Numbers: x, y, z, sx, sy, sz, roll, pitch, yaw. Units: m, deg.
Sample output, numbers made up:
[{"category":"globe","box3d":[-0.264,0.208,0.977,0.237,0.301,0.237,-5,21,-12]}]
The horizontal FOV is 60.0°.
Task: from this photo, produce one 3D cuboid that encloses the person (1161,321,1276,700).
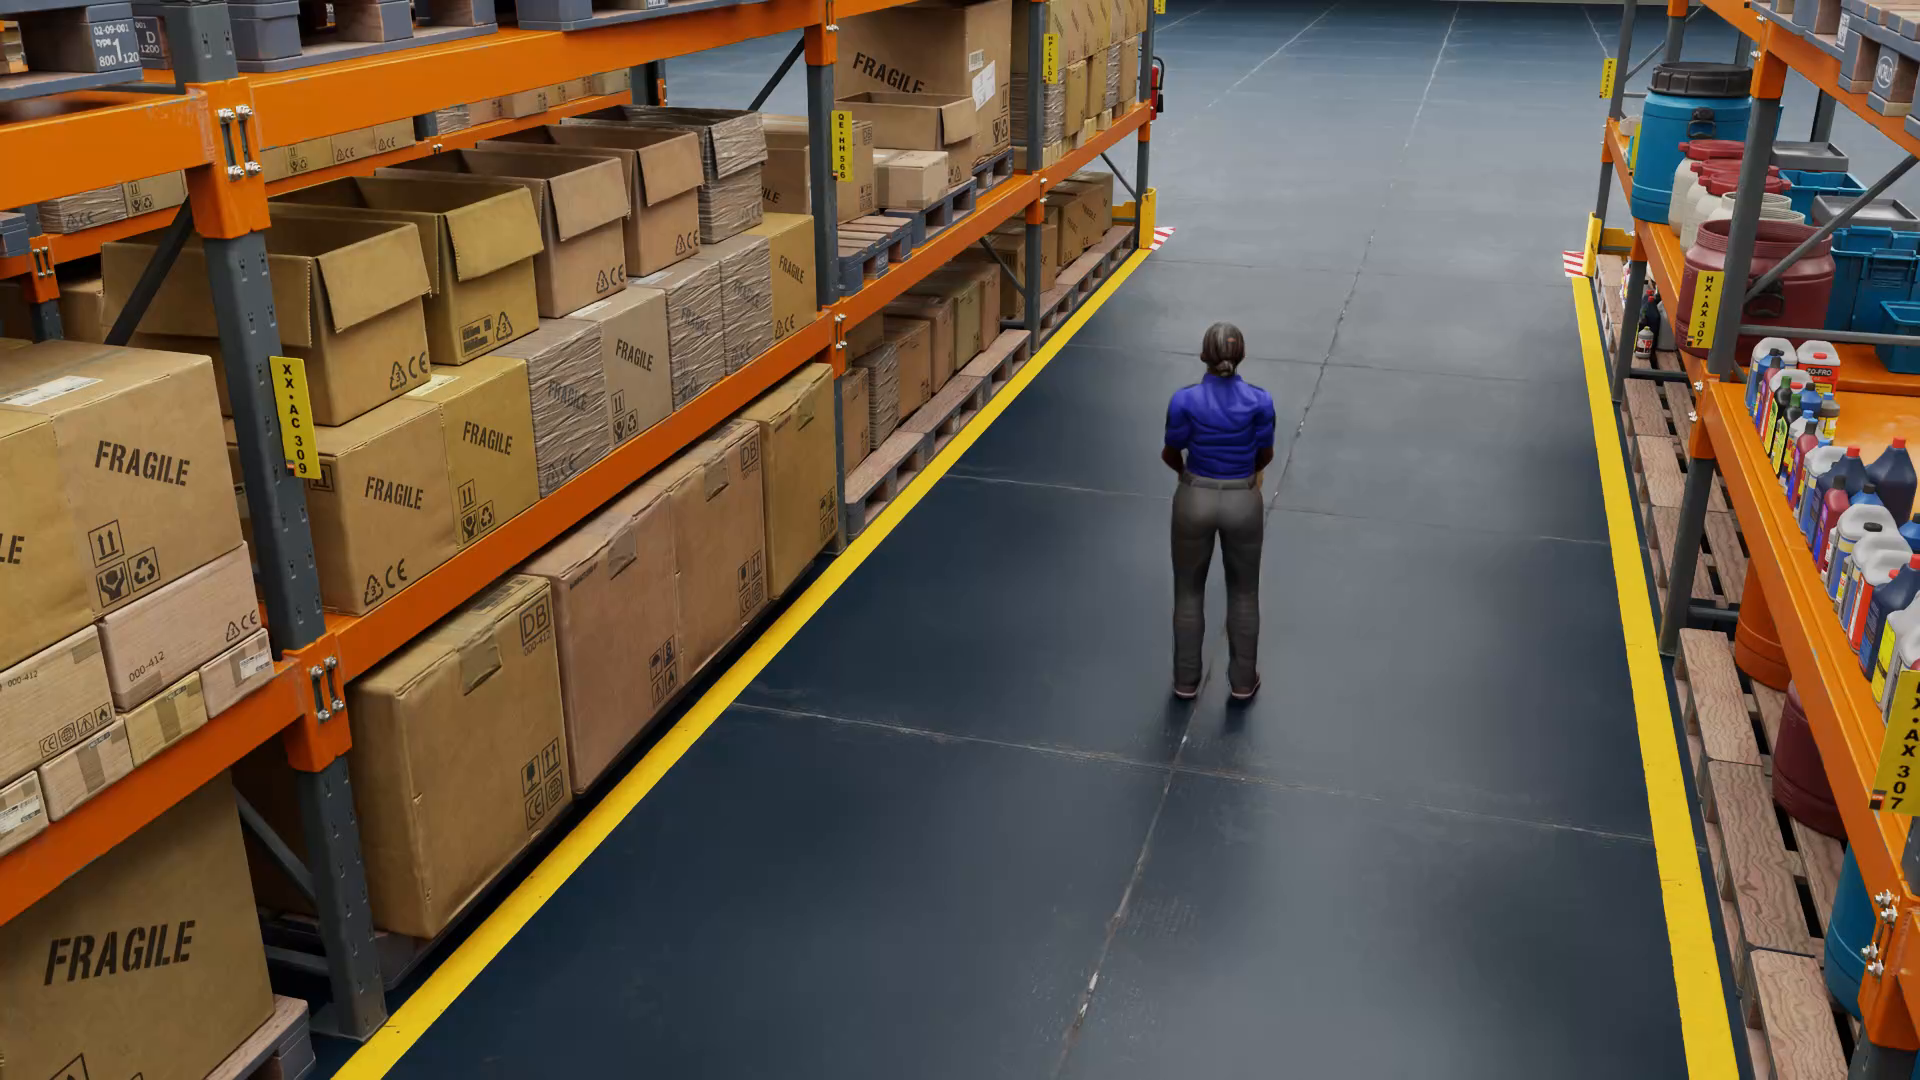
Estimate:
[{"category":"person","box3d":[1.070,-0.137,6.933,0.482,1.656,0.503,2,22,5]}]
